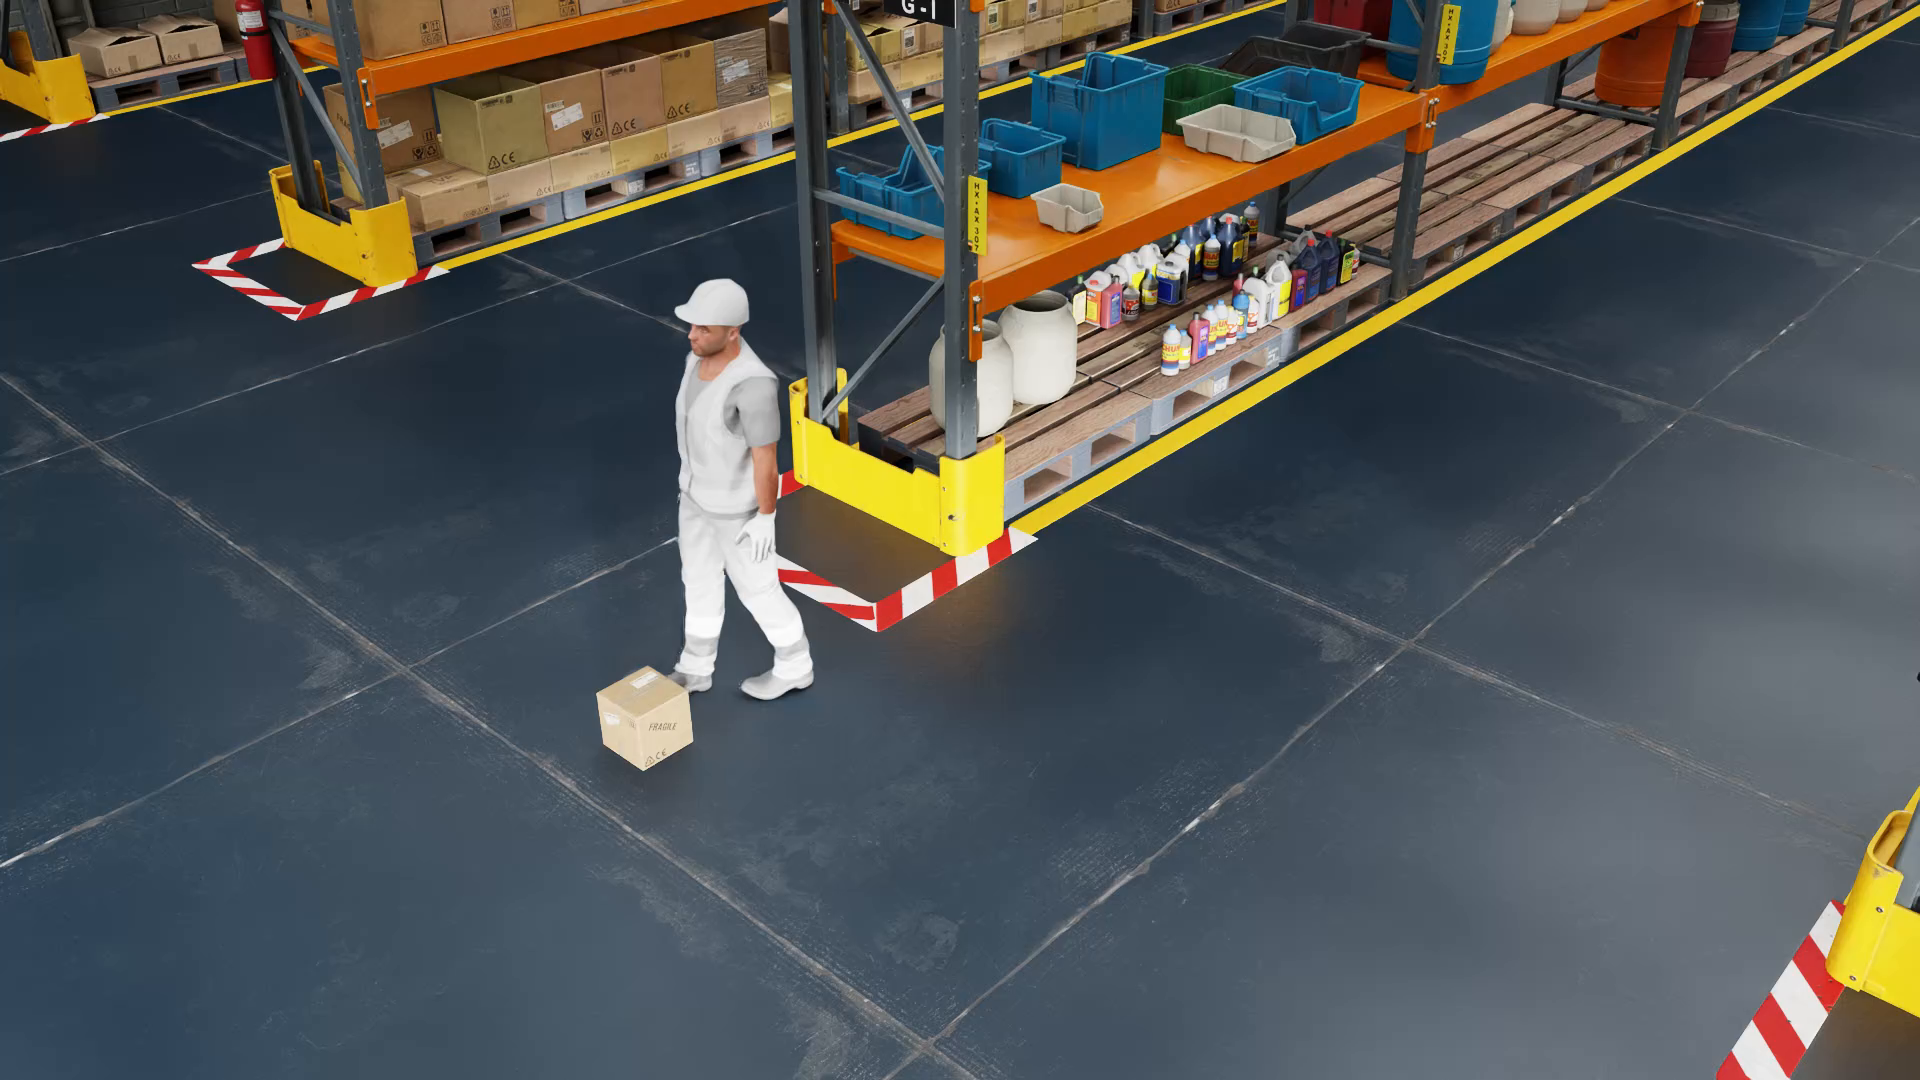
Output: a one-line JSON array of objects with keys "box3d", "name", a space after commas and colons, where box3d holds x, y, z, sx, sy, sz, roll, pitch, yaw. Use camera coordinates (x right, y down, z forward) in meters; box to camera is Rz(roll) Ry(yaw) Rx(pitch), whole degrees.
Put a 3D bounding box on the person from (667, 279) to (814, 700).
[{"box3d": [-0.942, -0.141, 6.334, 0.644, 1.792, 0.550, -20, 36, -30], "name": "person"}]
